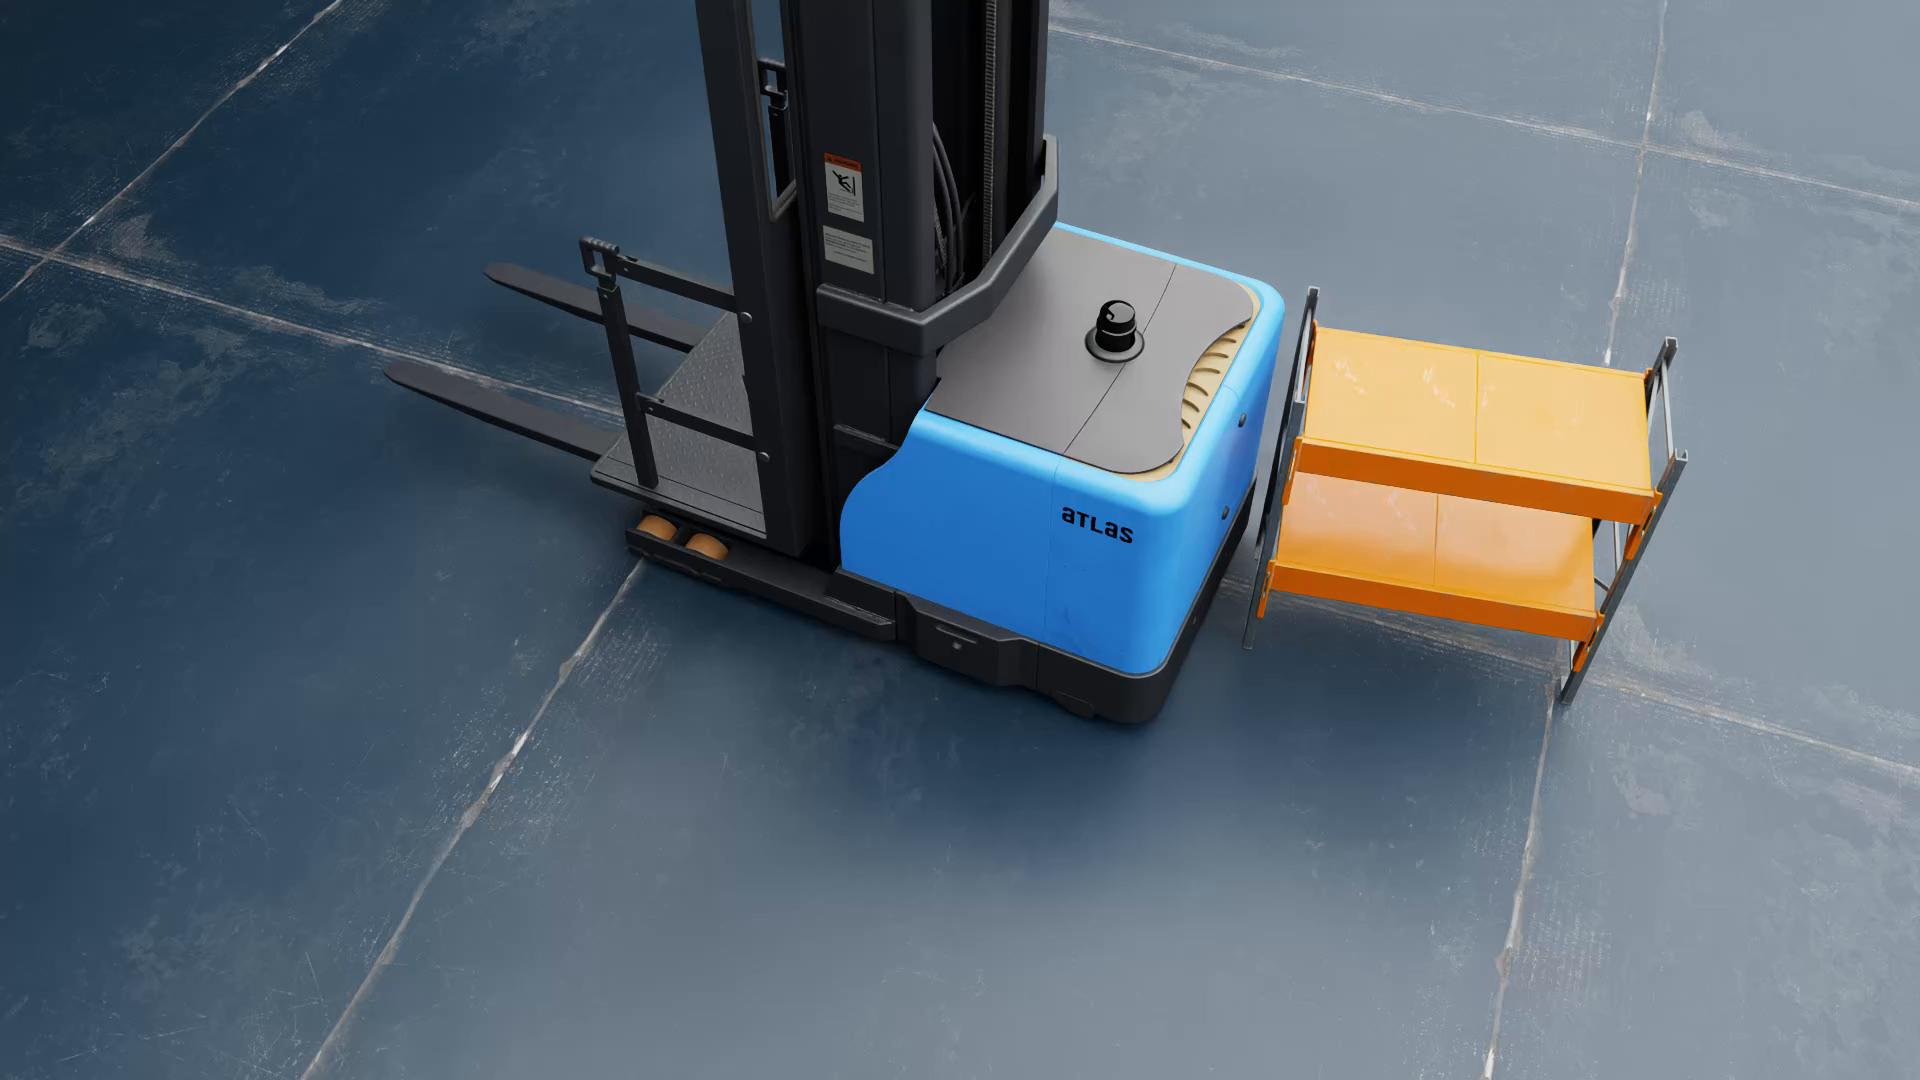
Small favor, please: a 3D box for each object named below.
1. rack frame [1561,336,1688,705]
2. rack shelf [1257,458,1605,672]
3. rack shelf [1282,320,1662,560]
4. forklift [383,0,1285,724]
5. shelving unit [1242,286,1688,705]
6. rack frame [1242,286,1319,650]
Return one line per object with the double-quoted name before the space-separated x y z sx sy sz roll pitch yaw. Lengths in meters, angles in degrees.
"rack frame" 1.985 -0.029 5.031 0.032 1.125 0.500 10 50 8
"rack shelf" 1.488 0.048 5.288 1.000 0.278 0.538 10 50 8
"rack shelf" 1.488 -0.304 4.882 1.000 0.278 0.538 10 50 8
"forklift" -0.566 -1.161 4.817 3.031 2.935 1.130 20 52 16
"shelving unit" 1.488 -0.112 5.103 1.048 1.125 0.538 10 50 8
"rack frame" 0.992 -0.195 5.175 0.032 1.125 0.500 10 50 8
